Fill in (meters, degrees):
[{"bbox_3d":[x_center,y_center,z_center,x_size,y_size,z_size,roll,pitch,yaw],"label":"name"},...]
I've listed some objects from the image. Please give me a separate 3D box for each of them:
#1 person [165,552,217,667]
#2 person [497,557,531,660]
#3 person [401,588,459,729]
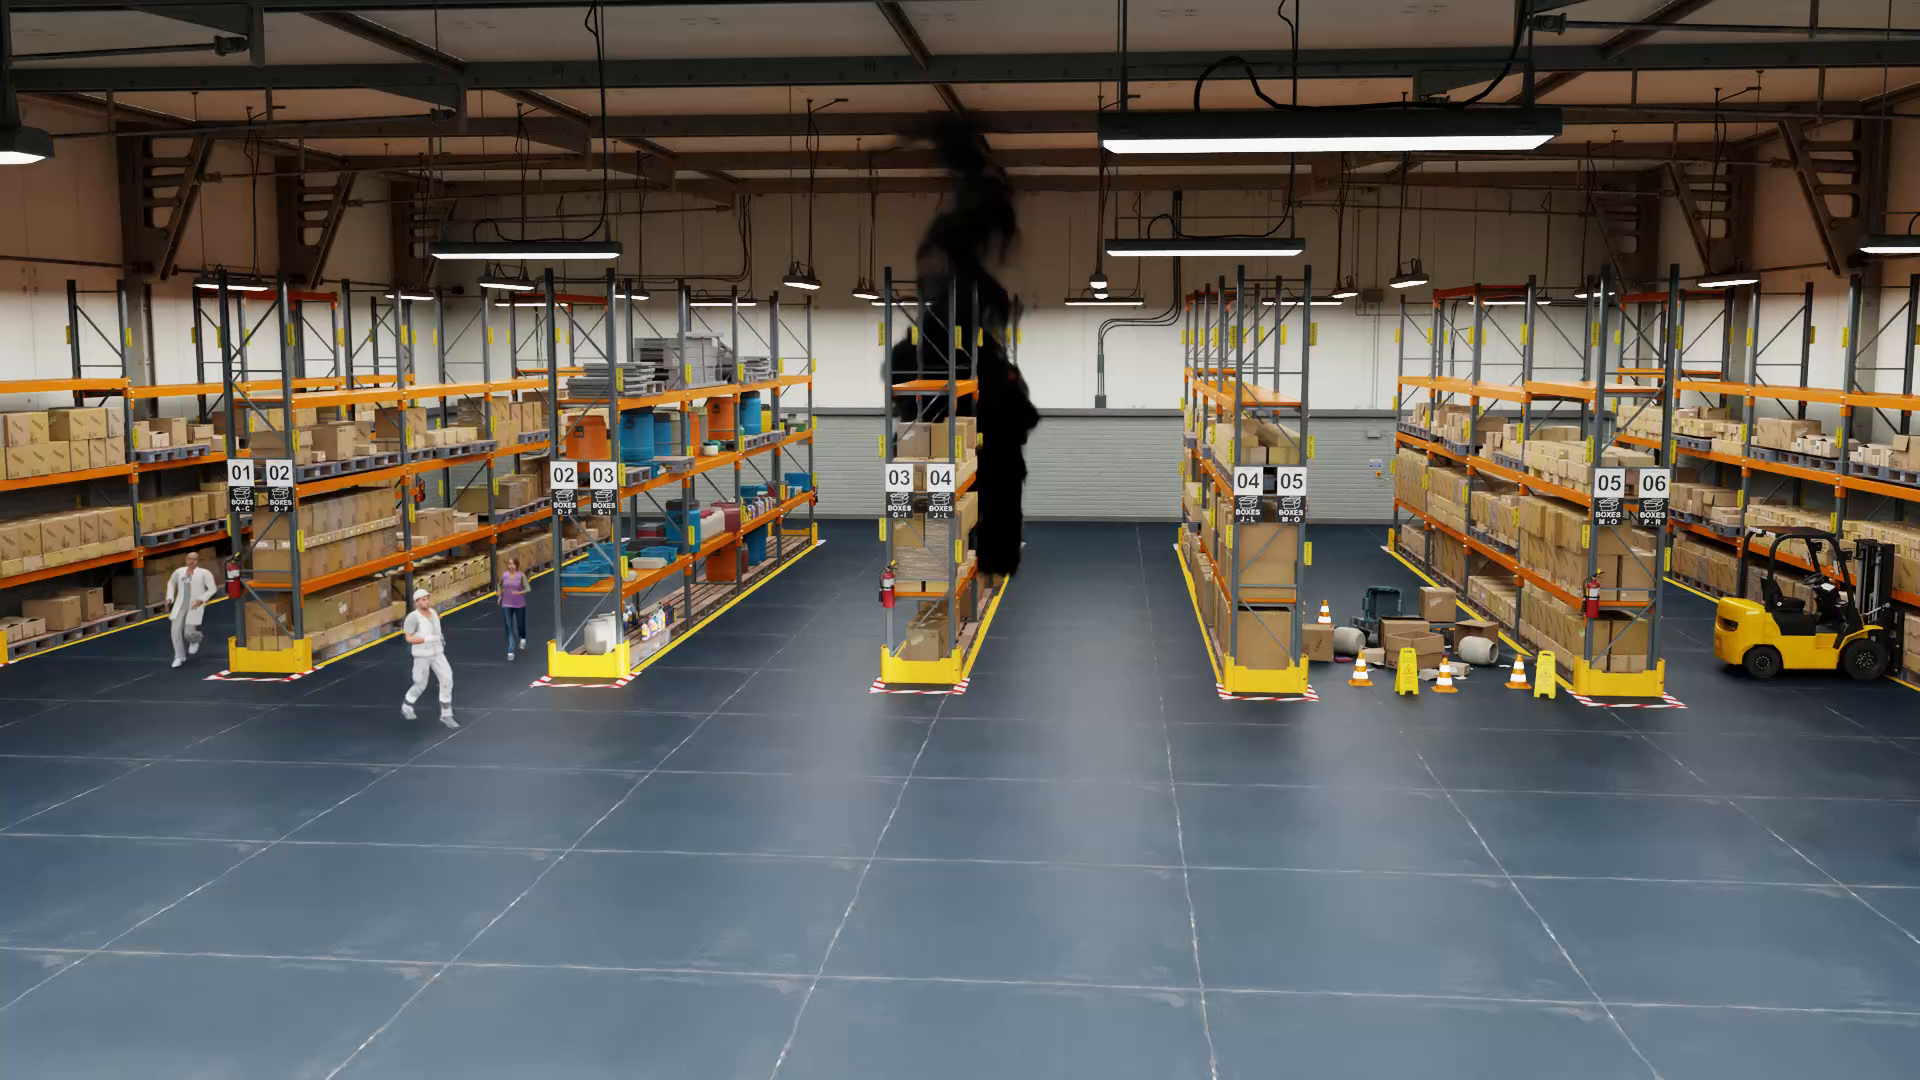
[{"bbox_3d":[-11.880,1.056,25.723,0.756,1.761,0.754,0,7,-3],"label":"person"},{"bbox_3d":[-6.997,1.046,26.070,0.545,1.575,0.864,-1,7,-7],"label":"person"},{"bbox_3d":[-6.865,1.523,21.479,0.893,1.812,0.669,5,8,34],"label":"person"}]
